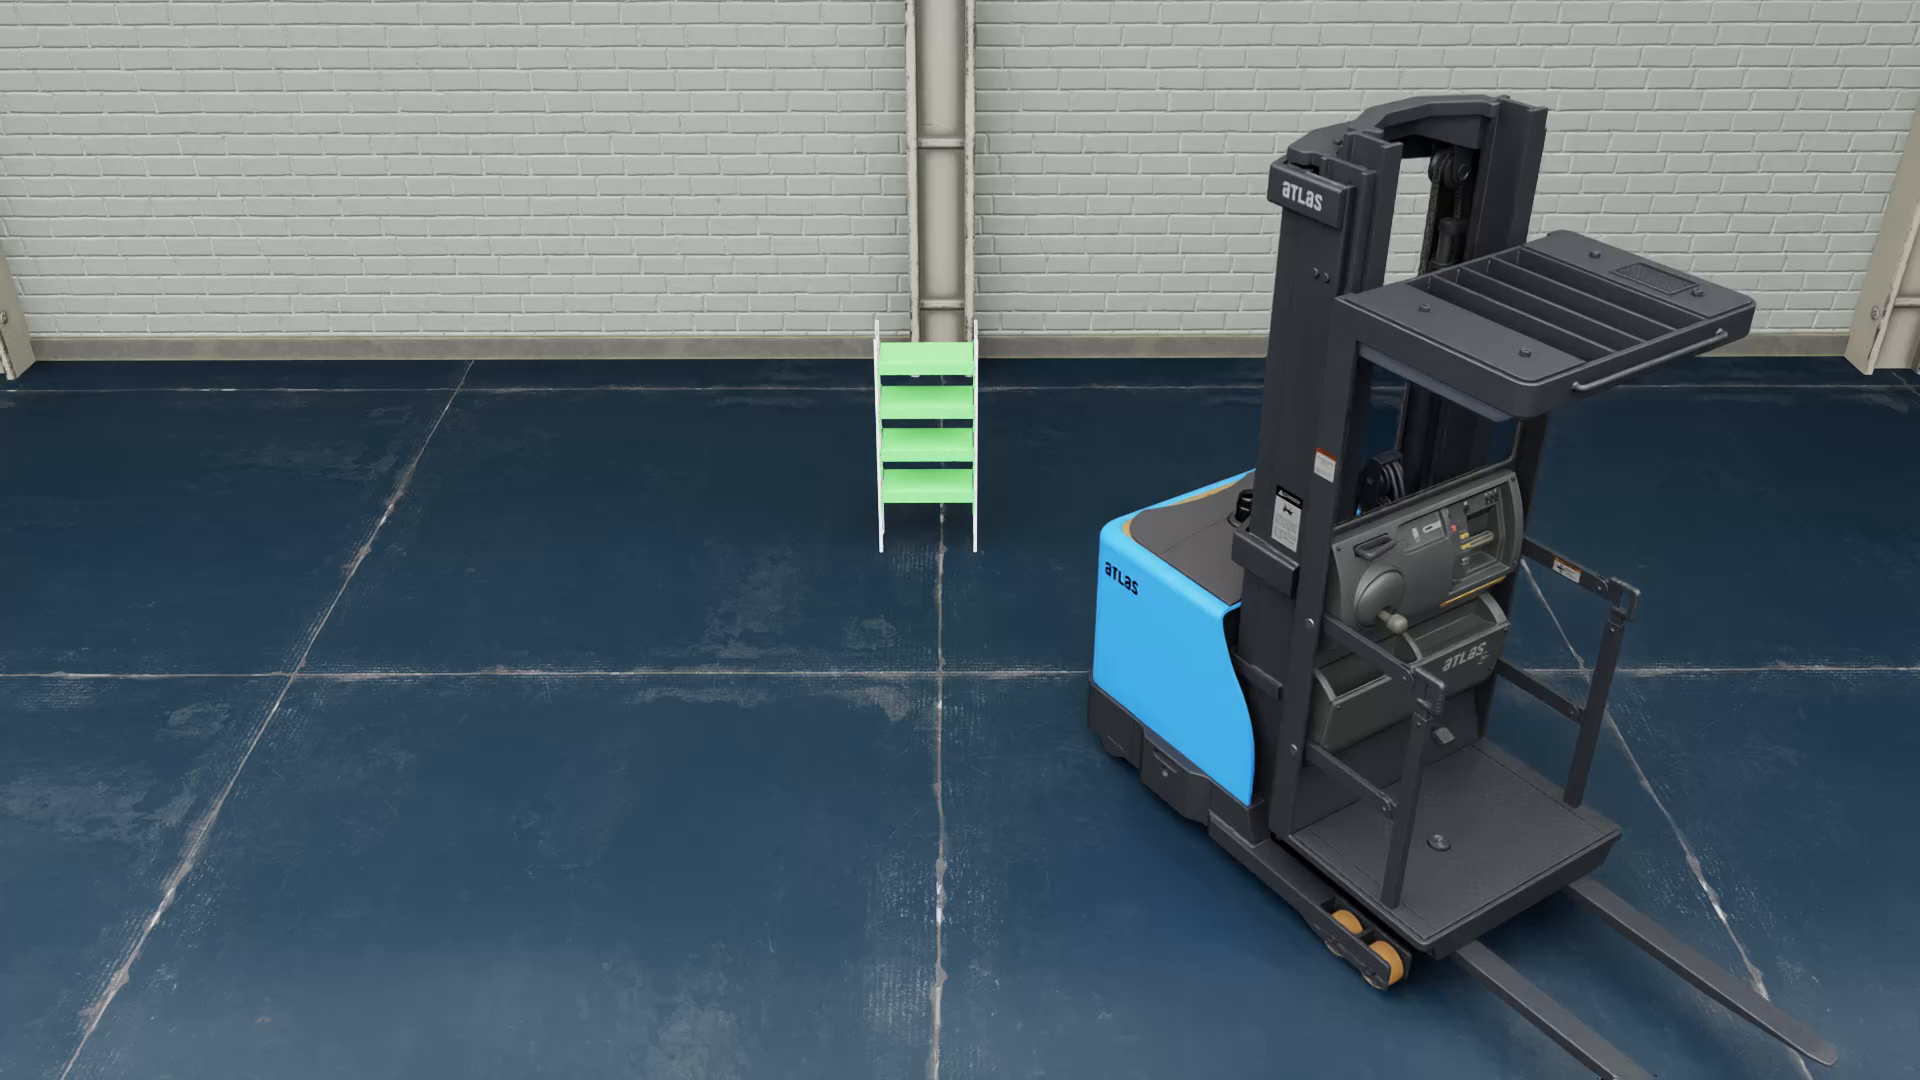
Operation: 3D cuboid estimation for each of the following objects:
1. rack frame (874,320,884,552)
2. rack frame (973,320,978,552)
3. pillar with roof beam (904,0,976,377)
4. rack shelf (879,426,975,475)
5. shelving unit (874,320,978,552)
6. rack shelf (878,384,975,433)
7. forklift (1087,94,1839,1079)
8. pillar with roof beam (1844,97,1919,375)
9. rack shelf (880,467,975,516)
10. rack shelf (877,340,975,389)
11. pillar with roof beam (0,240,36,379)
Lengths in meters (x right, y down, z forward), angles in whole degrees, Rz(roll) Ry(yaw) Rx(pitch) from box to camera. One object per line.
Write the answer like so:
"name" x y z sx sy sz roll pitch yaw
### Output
"rack frame" -0.410 -0.512 8.437 0.015 1.200 0.240 0 31 0
"rack frame" 0.078 -0.513 8.439 0.015 1.200 0.240 0 31 0
"pillar with roof beam" -0.086 -2.718 4.555 0.400 9.000 9.100 0 31 0
"rack shelf" -0.166 -0.458 8.471 0.480 0.148 0.258 0 31 0
"shelving unit" -0.166 -0.512 8.438 0.503 1.200 0.258 0 31 0
"rack shelf" -0.166 -0.663 8.347 0.480 0.148 0.258 0 31 0
"forklift" 1.791 0.094 5.769 1.130 2.935 3.031 -19 36 -28
"pillar with roof beam" 5.914 -2.737 4.586 0.400 9.000 9.100 0 31 0
"rack shelf" -0.166 -0.253 8.596 0.480 0.148 0.258 0 31 0
"rack shelf" -0.166 -0.868 8.222 0.480 0.148 0.258 0 31 0
"pillar with roof beam" -6.086 -2.699 4.524 0.400 9.000 9.100 0 31 0
